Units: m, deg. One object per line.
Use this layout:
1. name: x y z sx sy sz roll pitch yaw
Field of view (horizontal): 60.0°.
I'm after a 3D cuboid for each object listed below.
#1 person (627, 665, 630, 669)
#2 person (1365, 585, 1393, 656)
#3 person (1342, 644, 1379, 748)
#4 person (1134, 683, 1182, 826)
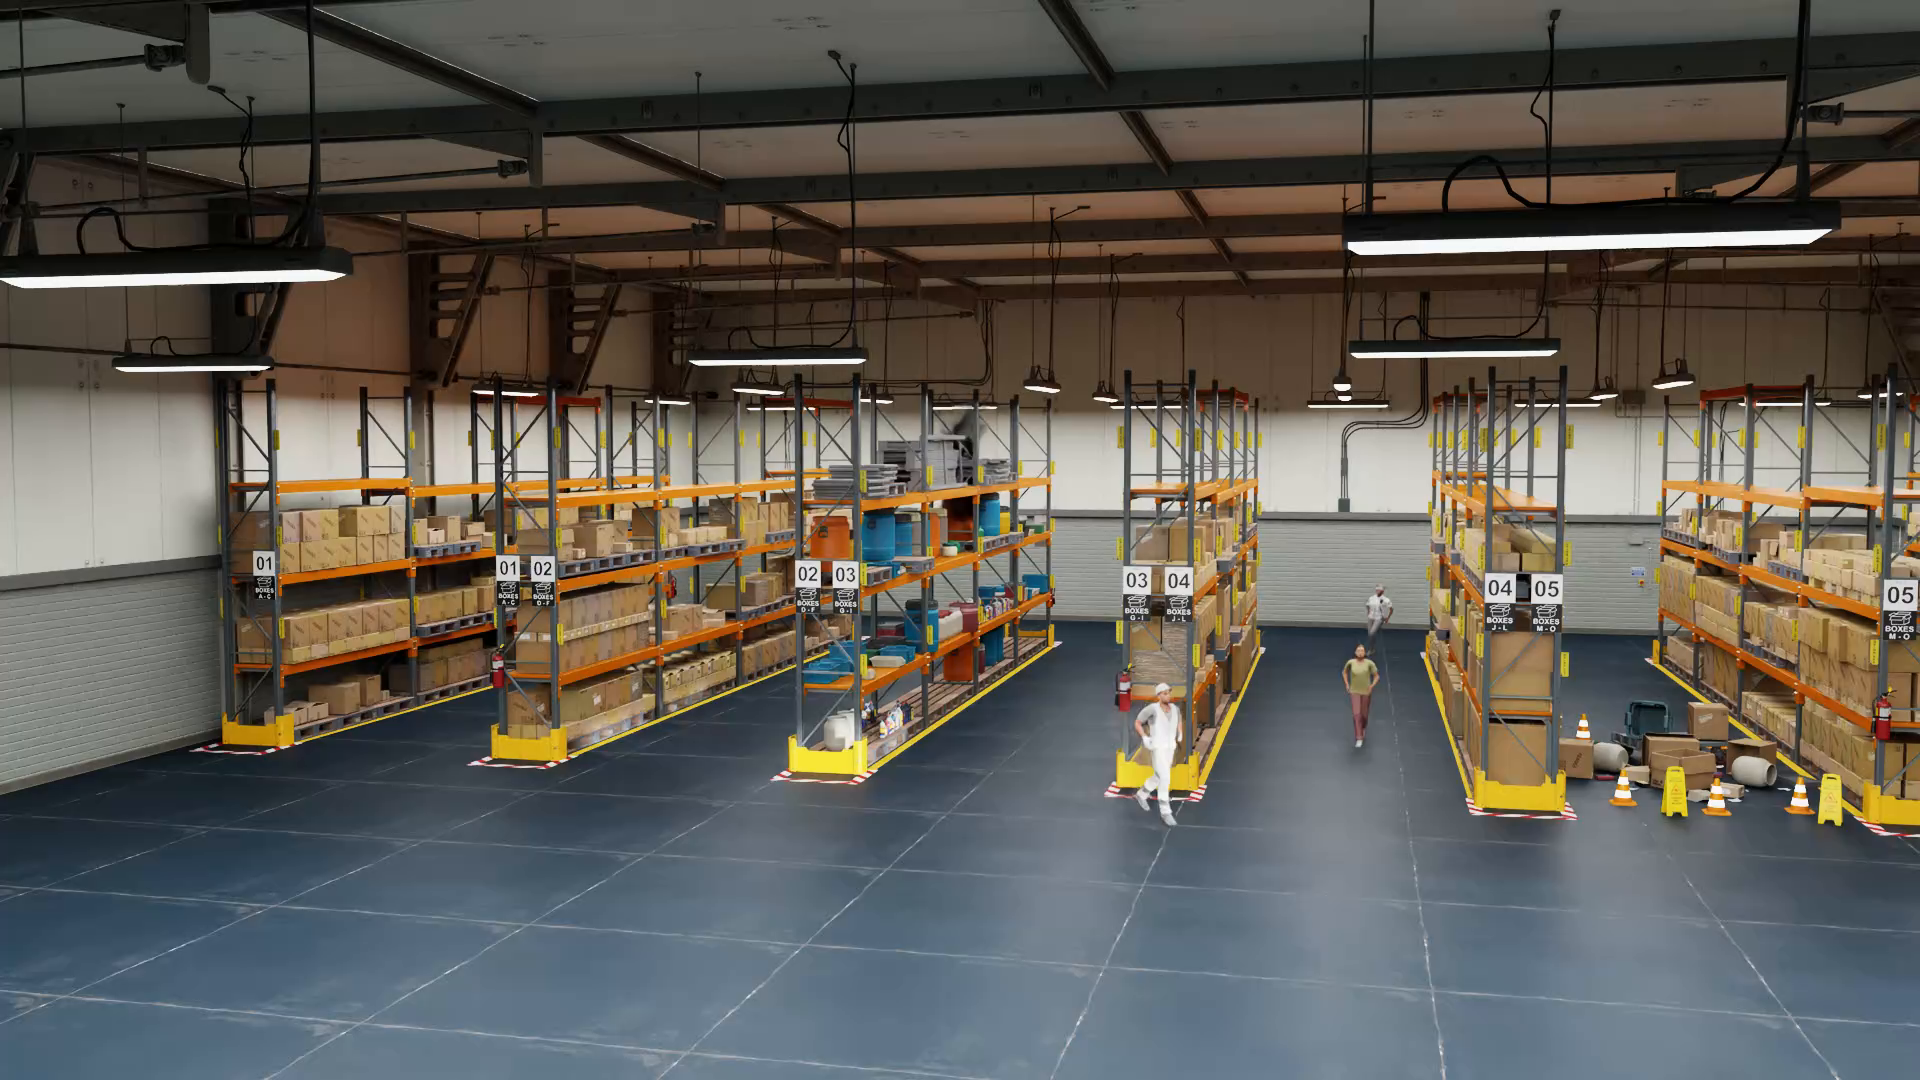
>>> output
1. person: -7.121 2.111 34.707 0.594 1.622 0.556 0 3 5
2. person: 9.691 1.872 38.636 0.631 1.691 0.645 3 4 40
3. person: 6.612 2.538 27.457 0.591 1.666 0.850 1 3 11
4. person: 2.655 2.779 21.954 0.677 1.819 0.888 -2 4 -33
